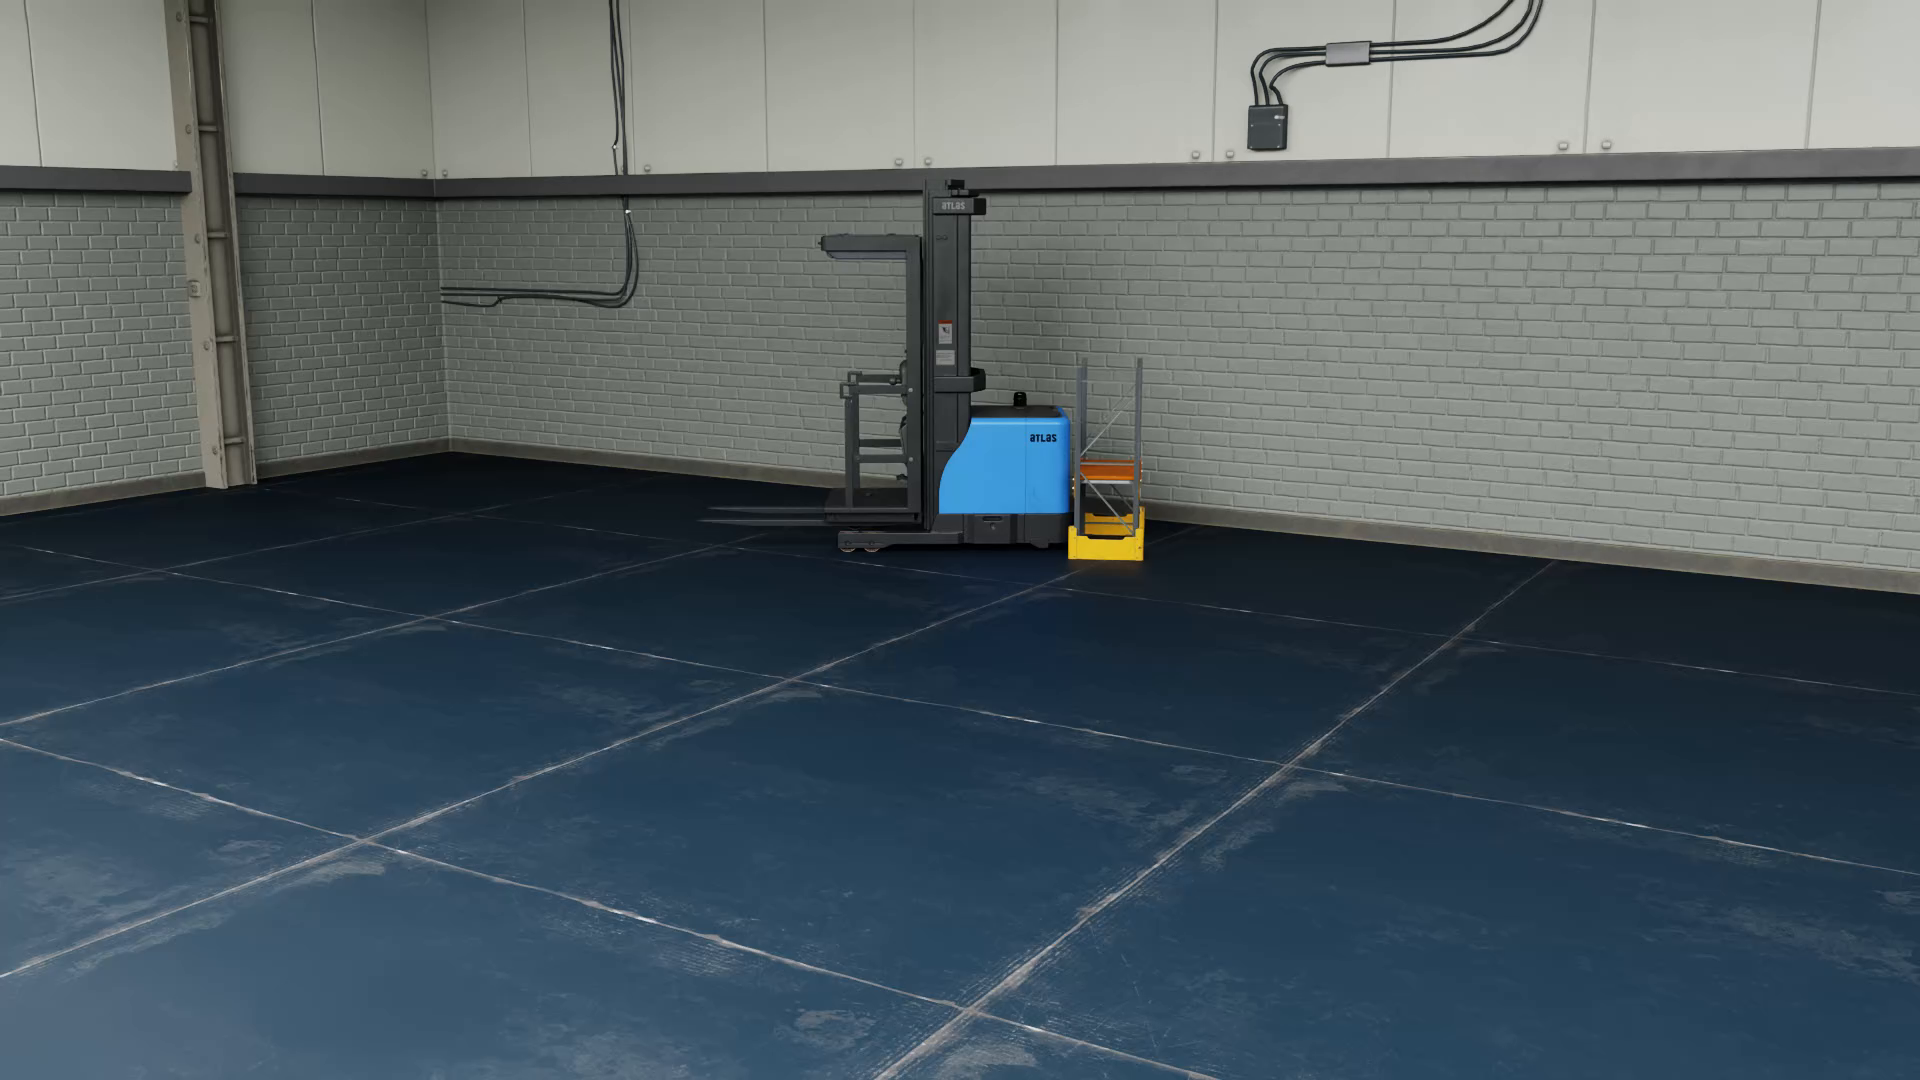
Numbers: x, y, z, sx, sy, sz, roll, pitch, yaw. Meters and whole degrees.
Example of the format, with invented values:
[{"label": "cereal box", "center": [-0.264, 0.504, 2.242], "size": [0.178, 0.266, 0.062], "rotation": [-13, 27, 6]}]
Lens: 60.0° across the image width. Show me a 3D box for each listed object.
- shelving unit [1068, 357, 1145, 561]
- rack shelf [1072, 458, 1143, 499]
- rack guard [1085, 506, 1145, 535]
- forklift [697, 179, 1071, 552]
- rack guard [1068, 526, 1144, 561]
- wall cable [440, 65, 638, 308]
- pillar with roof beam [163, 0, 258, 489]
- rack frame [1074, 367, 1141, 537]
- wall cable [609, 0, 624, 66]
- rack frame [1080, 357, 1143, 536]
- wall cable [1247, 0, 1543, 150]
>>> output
[{"label": "shelving unit", "center": [1.204, -0.681, 13.430], "size": [0.587, 1.500, 1.083], "rotation": [1, 11, 7]}, {"label": "rack shelf", "center": [1.205, -0.506, 13.472], "size": [0.538, 0.185, 1.000], "rotation": [1, 11, 7]}, {"label": "rack guard", "center": [1.261, -0.158, 14.031], "size": [0.587, 0.250, 0.087], "rotation": [1, 11, 7]}, {"label": "forklift", "center": [-0.623, -1.440, 13.596], "size": [3.031, 2.935, 1.130], "rotation": [0, 11, 0]}, {"label": "rack guard", "center": [1.146, 0.025, 13.058], "size": [0.587, 0.250, 0.087], "rotation": [1, 11, 7]}, {"label": "wall cable", "center": [-4.726, -3.792, 18.107], "size": [3.097, 2.526, 0.112], "rotation": [6, 12, 31]}, {"label": "pillar with roof beam", "center": [-3.706, -4.570, 13.825], "size": [9.100, 9.000, 0.400], "rotation": [6, 12, 31]}, {"label": "rack frame", "center": [1.146, -0.590, 12.942], "size": [0.500, 1.500, 0.032], "rotation": [1, 11, 7]}, {"label": "wall cable", "center": [-2.413, -6.016, 16.262], "size": [3.097, 2.526, 0.112], "rotation": [6, 12, 31]}, {"label": "rack frame", "center": [1.264, -0.775, 13.935], "size": [0.500, 1.500, 0.032], "rotation": [1, 11, 7]}, {"label": "wall cable", "center": [3.380, -6.080, 12.651], "size": [2.305, 6.003, 0.169], "rotation": [6, 12, 31]}]
